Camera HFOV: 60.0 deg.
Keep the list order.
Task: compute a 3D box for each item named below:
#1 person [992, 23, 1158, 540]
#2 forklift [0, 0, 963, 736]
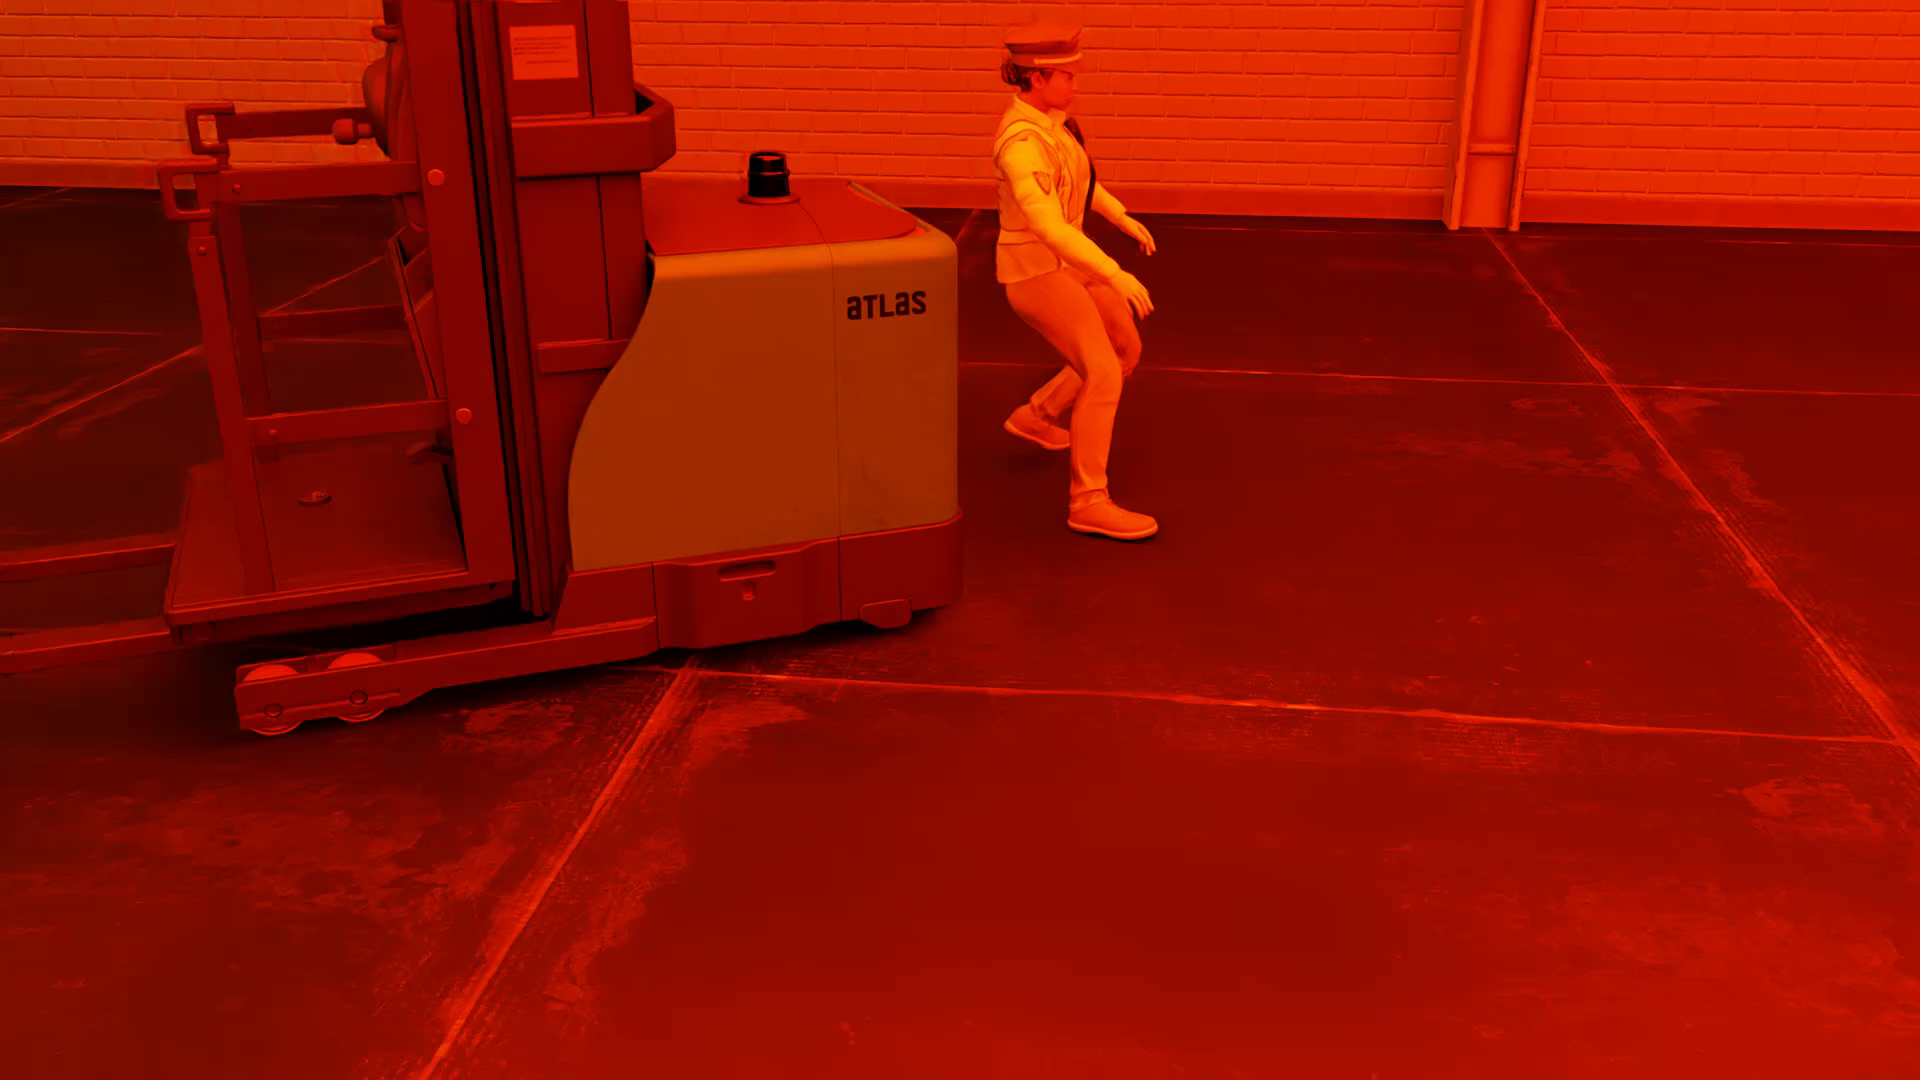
[{"bbox_3d":[0.413,-0.861,5.293,0.629,1.497,0.801,7,23,16],"label":"person"},{"bbox_3d":[-1.564,-1.111,4.013,3.031,2.935,1.130,-8,23,-19],"label":"forklift"}]
